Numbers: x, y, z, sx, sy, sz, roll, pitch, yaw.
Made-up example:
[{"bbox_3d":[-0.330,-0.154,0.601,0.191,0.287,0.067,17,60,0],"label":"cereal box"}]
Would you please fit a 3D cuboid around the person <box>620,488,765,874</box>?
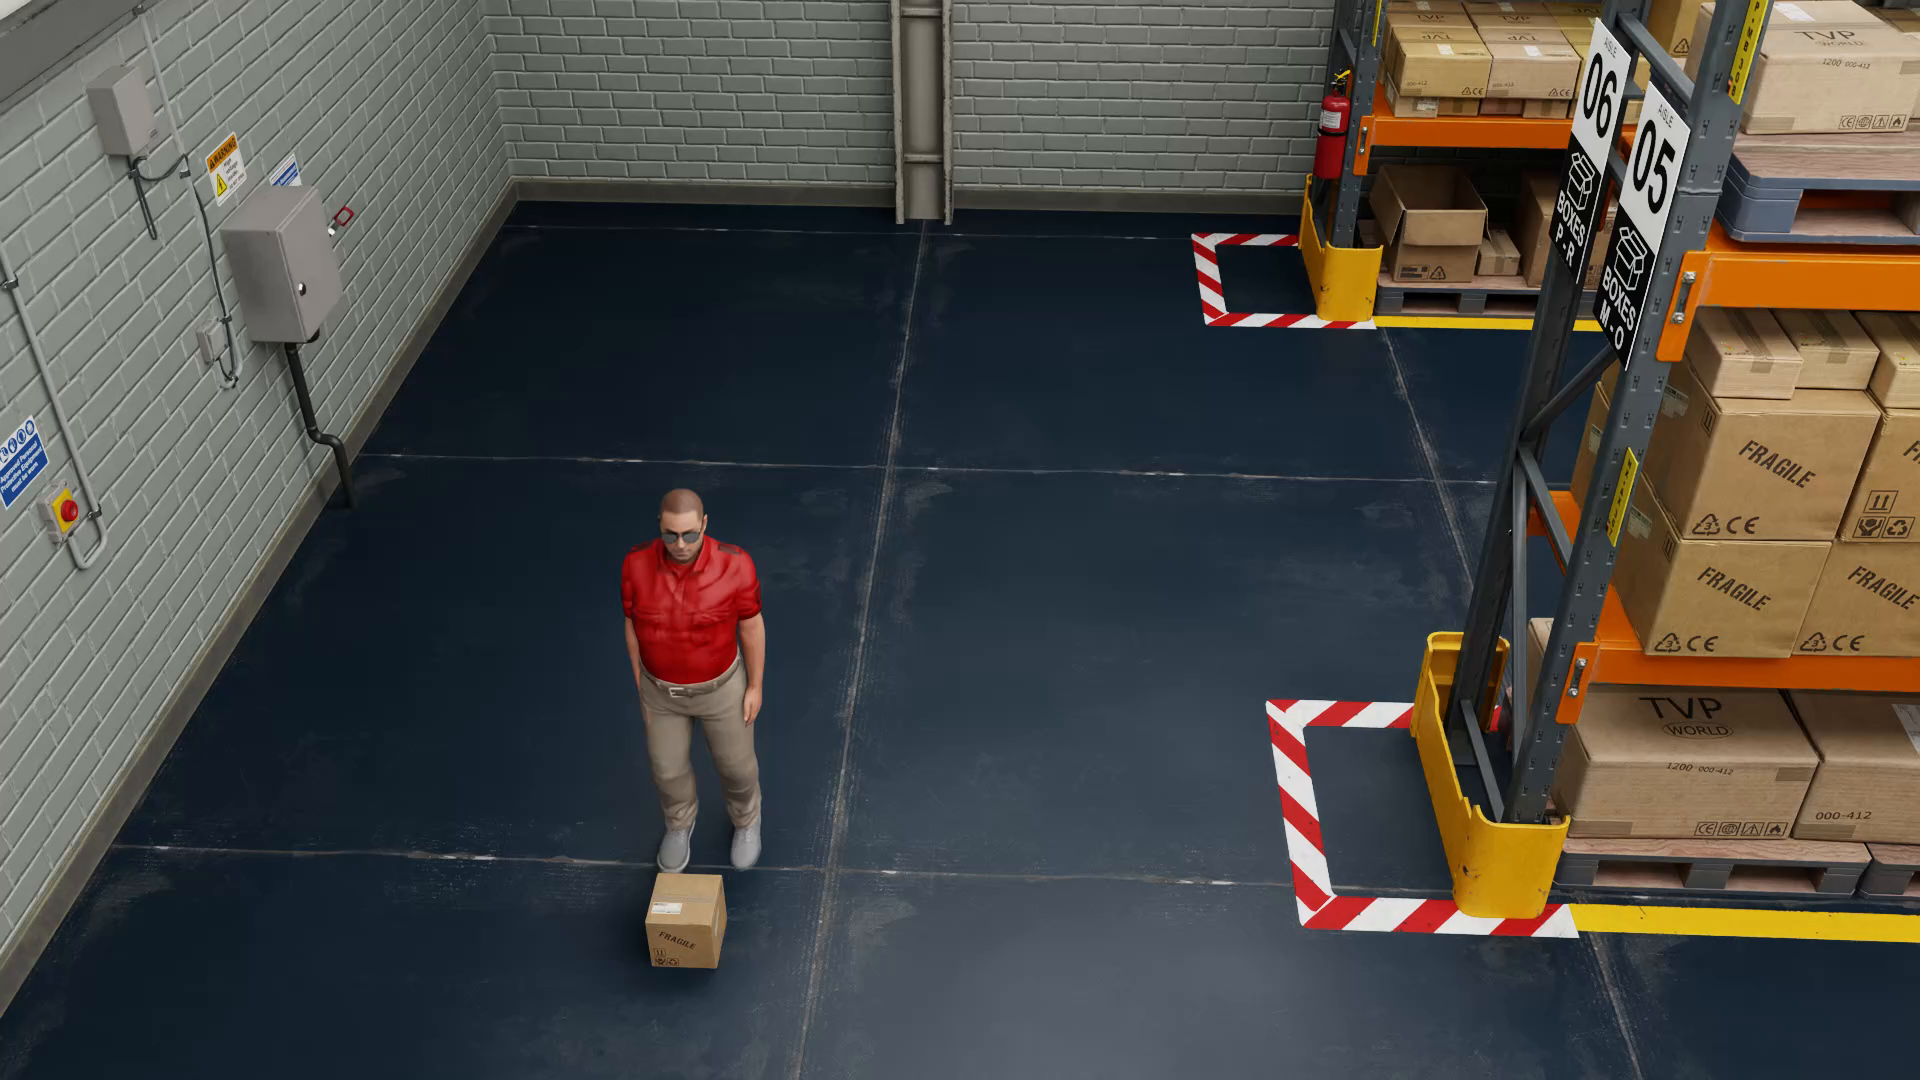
[{"bbox_3d":[-1.000,0.567,6.360,0.529,1.738,0.367,2,36,3],"label":"person"}]
